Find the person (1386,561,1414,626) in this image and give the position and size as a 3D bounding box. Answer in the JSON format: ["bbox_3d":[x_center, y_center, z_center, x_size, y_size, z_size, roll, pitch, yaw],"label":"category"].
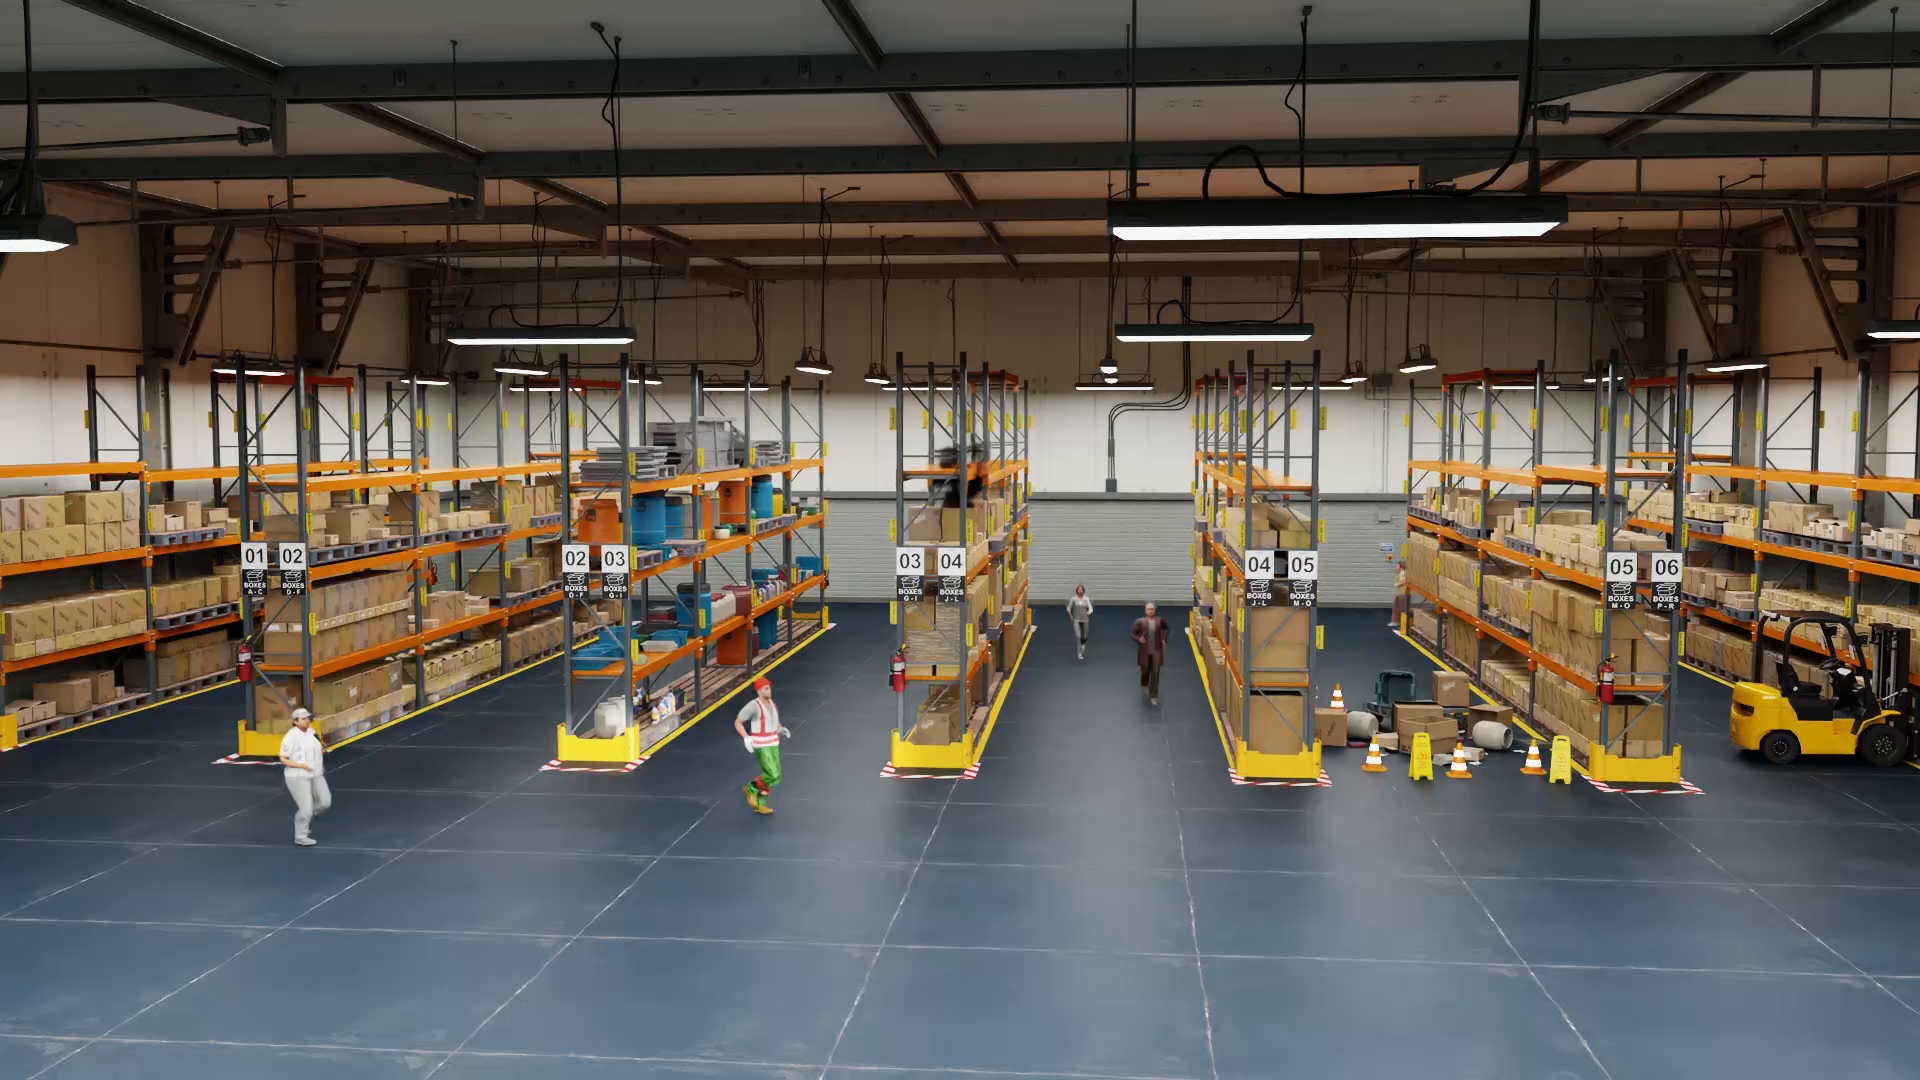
[{"bbox_3d":[10.761,1.318,40.367,0.896,1.644,0.614,2,5,27],"label":"person"}]

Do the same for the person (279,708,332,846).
[{"bbox_3d":[-7.735,2.794,19.674,0.565,1.619,0.601,2,4,25],"label":"person"}]

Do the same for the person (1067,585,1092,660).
[{"bbox_3d":[2.530,1.736,35.199,0.541,1.528,0.666,0,4,-1],"label":"person"}]

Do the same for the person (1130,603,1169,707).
[{"bbox_3d":[3.378,2.005,29.544,0.712,1.776,1.037,0,4,0],"label":"person"}]

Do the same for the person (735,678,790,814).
[{"bbox_3d":[-2.454,2.623,21.161,0.582,1.739,0.661,3,5,32],"label":"person"}]
